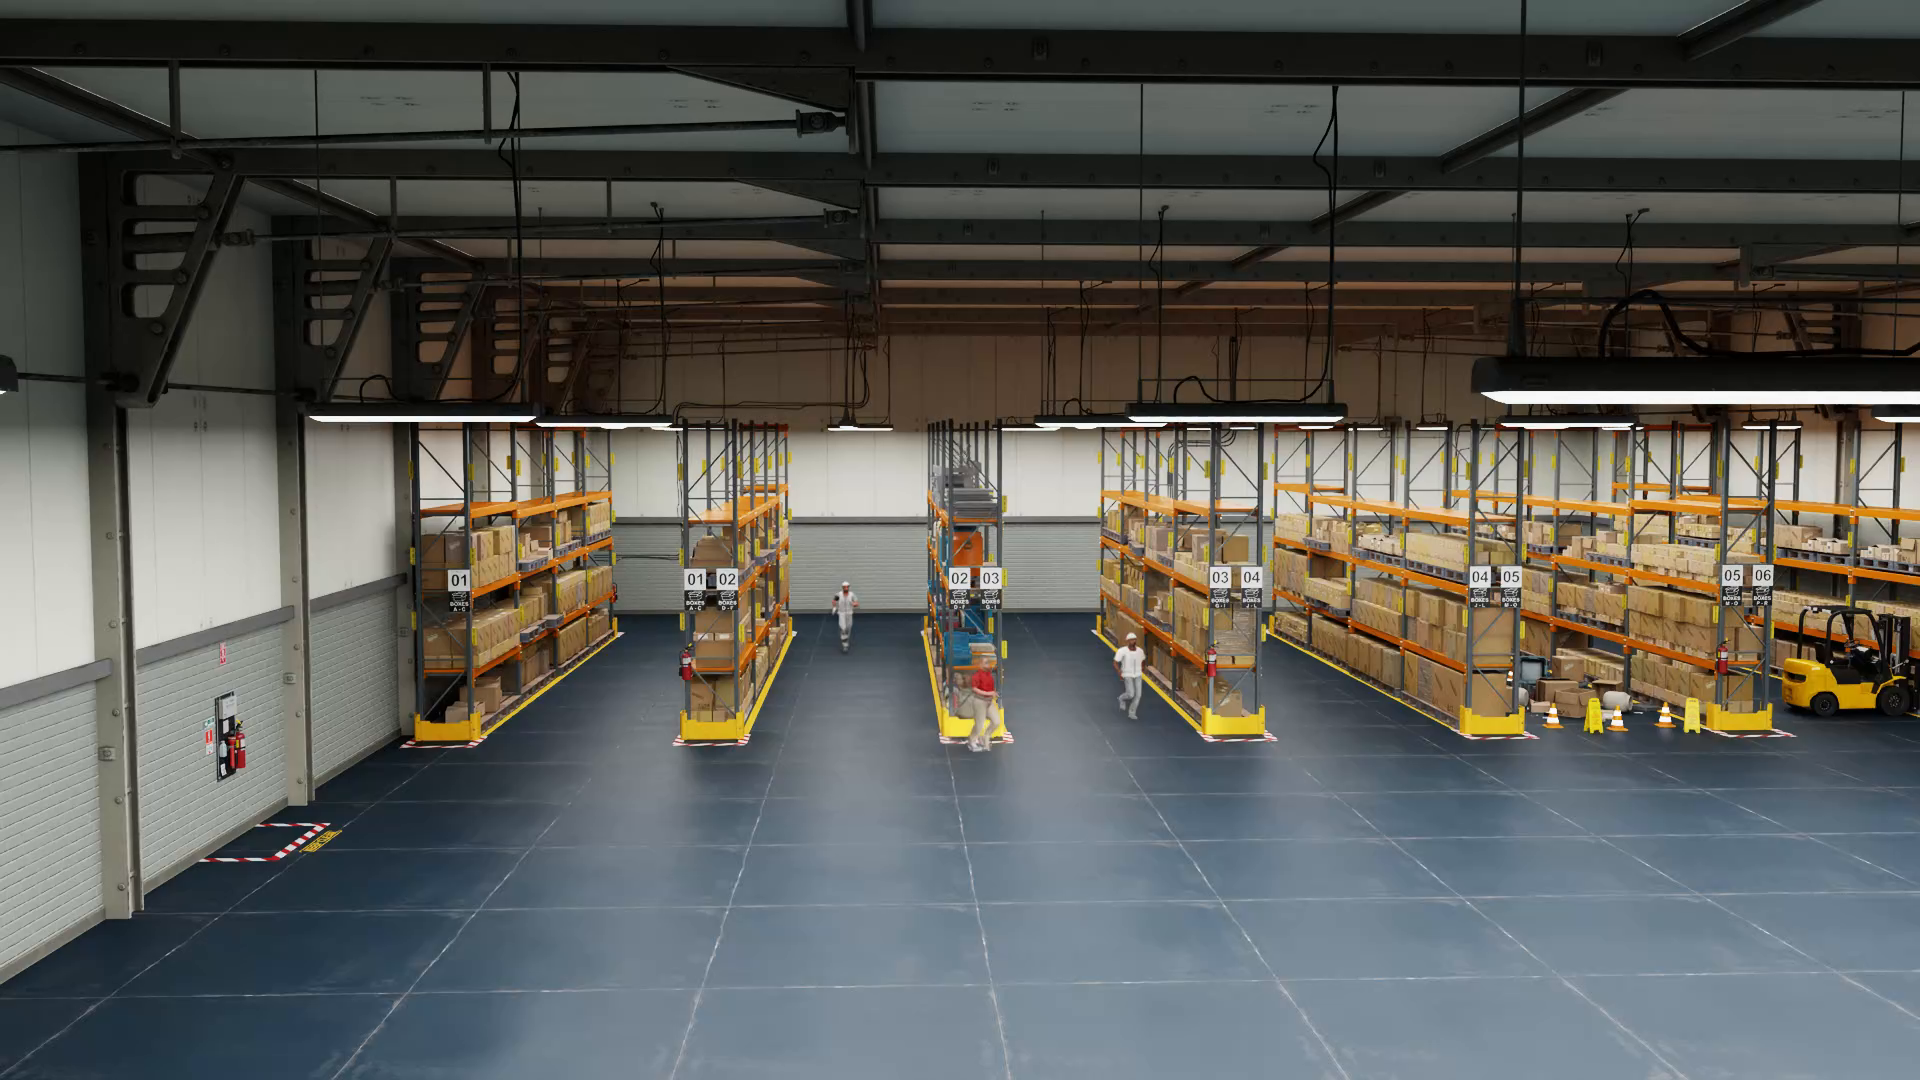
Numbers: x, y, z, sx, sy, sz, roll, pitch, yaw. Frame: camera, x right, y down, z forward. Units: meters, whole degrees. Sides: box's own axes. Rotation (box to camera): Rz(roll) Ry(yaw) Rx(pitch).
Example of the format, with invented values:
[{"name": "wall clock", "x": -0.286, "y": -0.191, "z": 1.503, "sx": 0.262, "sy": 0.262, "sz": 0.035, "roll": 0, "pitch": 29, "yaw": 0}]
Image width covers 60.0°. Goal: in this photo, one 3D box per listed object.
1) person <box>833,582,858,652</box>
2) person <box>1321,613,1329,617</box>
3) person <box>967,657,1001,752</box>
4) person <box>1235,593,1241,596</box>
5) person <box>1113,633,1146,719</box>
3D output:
[{"name": "person", "x": -3.015, "y": 1.997, "z": 43.827, "sx": 0.655, "sy": 1.814, "sz": 0.937, "roll": -1, "pitch": 4, "yaw": -12}, {"name": "person", "x": 10.665, "y": 1.796, "z": 48.731, "sx": 0.707, "sy": 1.584, "sz": 0.527, "roll": -3, "pitch": 5, "yaw": -41}, {"name": "person", "x": 0.465, "y": 2.973, "z": 29.871, "sx": 0.709, "sy": 1.763, "sz": 0.696, "roll": 3, "pitch": 5, "yaw": 36}, {"name": "person", "x": 7.718, "y": 1.950, "z": 45.388, "sx": 0.667, "sy": 1.735, "sz": 0.626, "roll": 0, "pitch": 4, "yaw": 2}, {"name": "person", "x": 3.441, "y": 2.725, "z": 33.449, "sx": 0.702, "sy": 1.721, "sz": 0.589, "roll": -1, "pitch": 4, "yaw": -19}]
